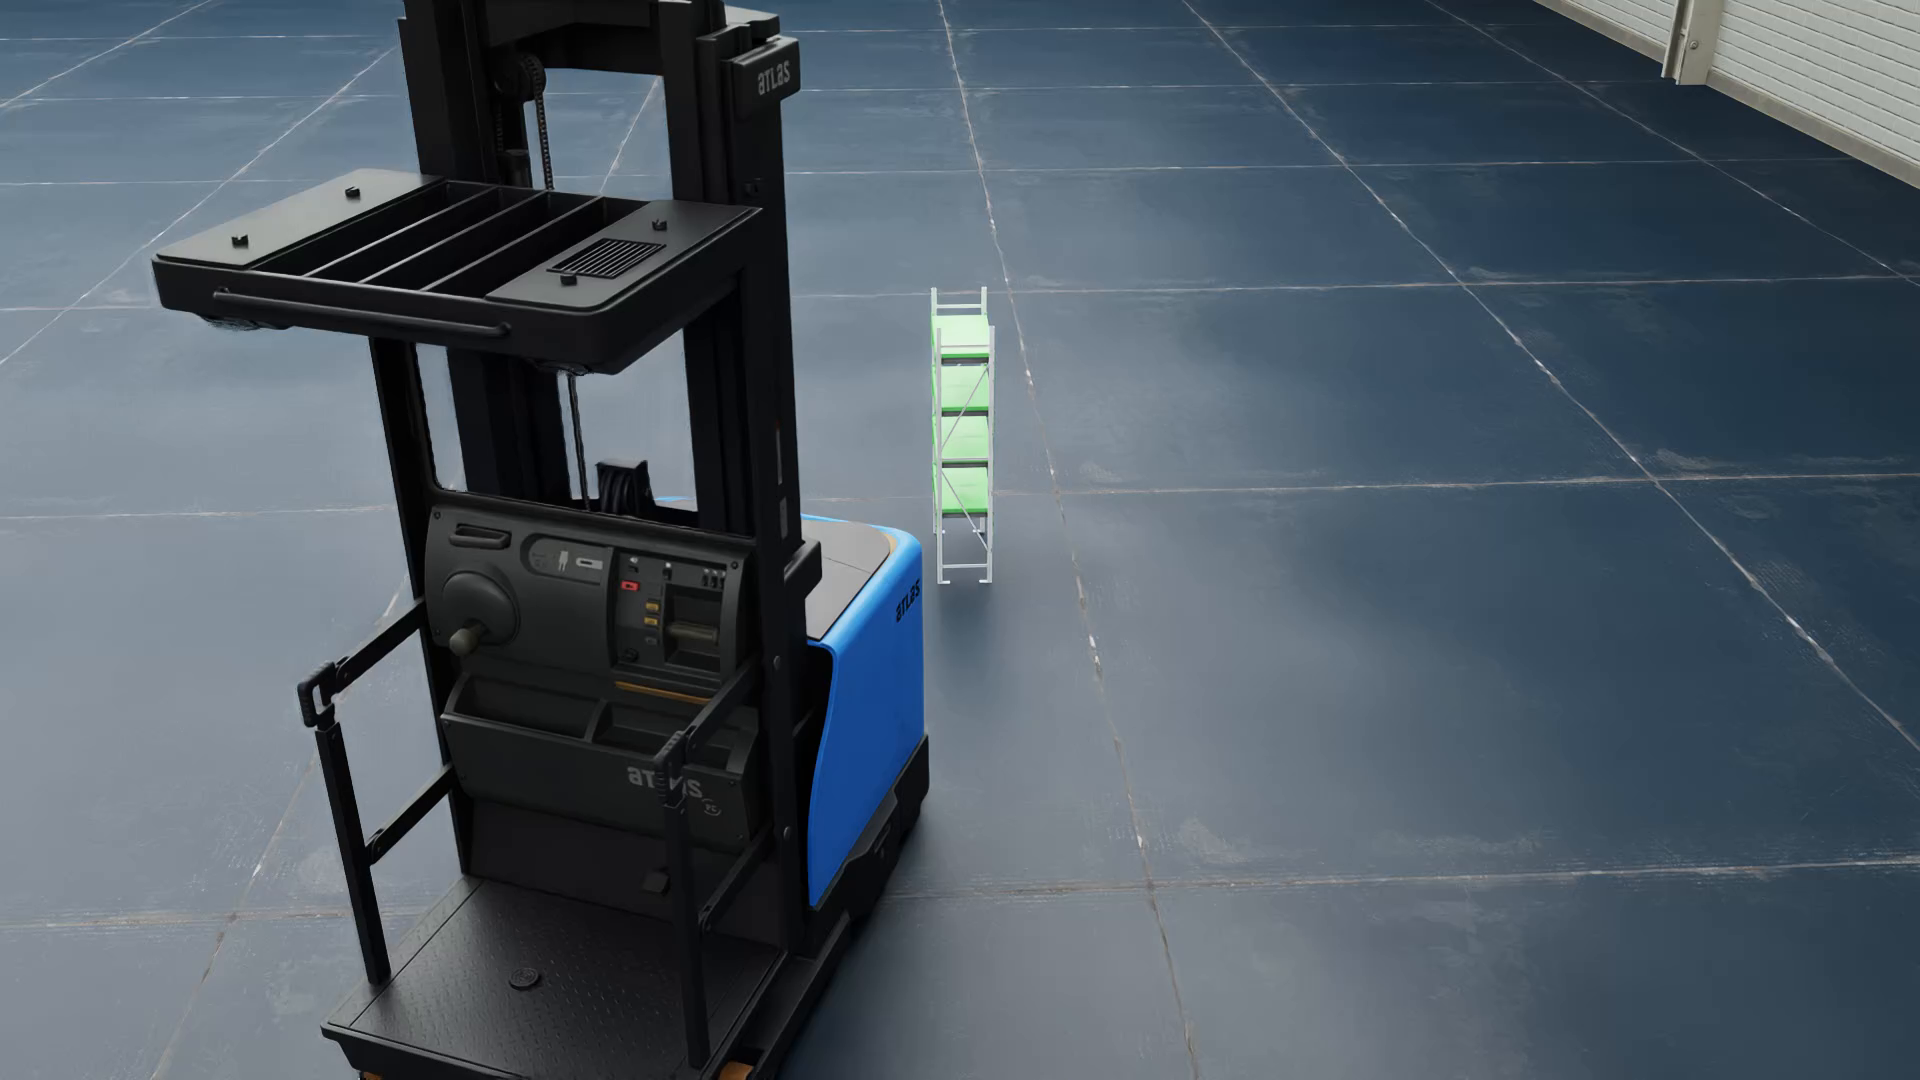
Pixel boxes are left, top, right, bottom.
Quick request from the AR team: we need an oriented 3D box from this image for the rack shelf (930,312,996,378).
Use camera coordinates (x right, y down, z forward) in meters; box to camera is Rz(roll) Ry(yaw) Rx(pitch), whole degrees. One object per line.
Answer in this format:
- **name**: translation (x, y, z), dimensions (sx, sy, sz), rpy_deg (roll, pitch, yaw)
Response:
- **rack shelf**: translation (0.009, -0.824, 7.134), dimensions (0.258, 0.148, 0.480), rpy_deg (-1, 28, -3)

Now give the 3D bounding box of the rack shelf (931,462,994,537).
- **rack shelf**: translation (0.009, -0.186, 7.466), dimensions (0.258, 0.148, 0.480), rpy_deg (-1, 28, -3)

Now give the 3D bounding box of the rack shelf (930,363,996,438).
- **rack shelf**: translation (0.009, -0.612, 7.245), dimensions (0.258, 0.148, 0.480), rpy_deg (-1, 28, -3)

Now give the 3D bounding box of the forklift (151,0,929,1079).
- **forklift**: translation (-1.064, 0.196, 4.204), dimensions (1.130, 2.935, 3.031), rpy_deg (9, 29, 17)

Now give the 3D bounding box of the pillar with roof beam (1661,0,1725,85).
- **pillar with roof beam**: translation (2.885, -8.444, 14.210), dimensions (9.100, 9.000, 0.400), rpy_deg (-1, 28, -3)

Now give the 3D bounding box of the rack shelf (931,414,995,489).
- **rack shelf**: translation (0.009, -0.399, 7.356), dimensions (0.258, 0.148, 0.480), rpy_deg (-1, 28, -3)

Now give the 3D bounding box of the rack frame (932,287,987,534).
- **rack frame**: translation (-0.004, -0.568, 7.542), dimensions (0.240, 1.200, 0.015), rpy_deg (-1, 28, -3)

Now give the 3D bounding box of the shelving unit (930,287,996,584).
- **shelving unit**: translation (0.009, -0.456, 7.326), dimensions (0.258, 1.200, 0.503), rpy_deg (-1, 28, -3)

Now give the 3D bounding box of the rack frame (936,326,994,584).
- **rack frame**: translation (0.021, -0.343, 7.110), dimensions (0.240, 1.200, 0.015), rpy_deg (-1, 28, -3)
